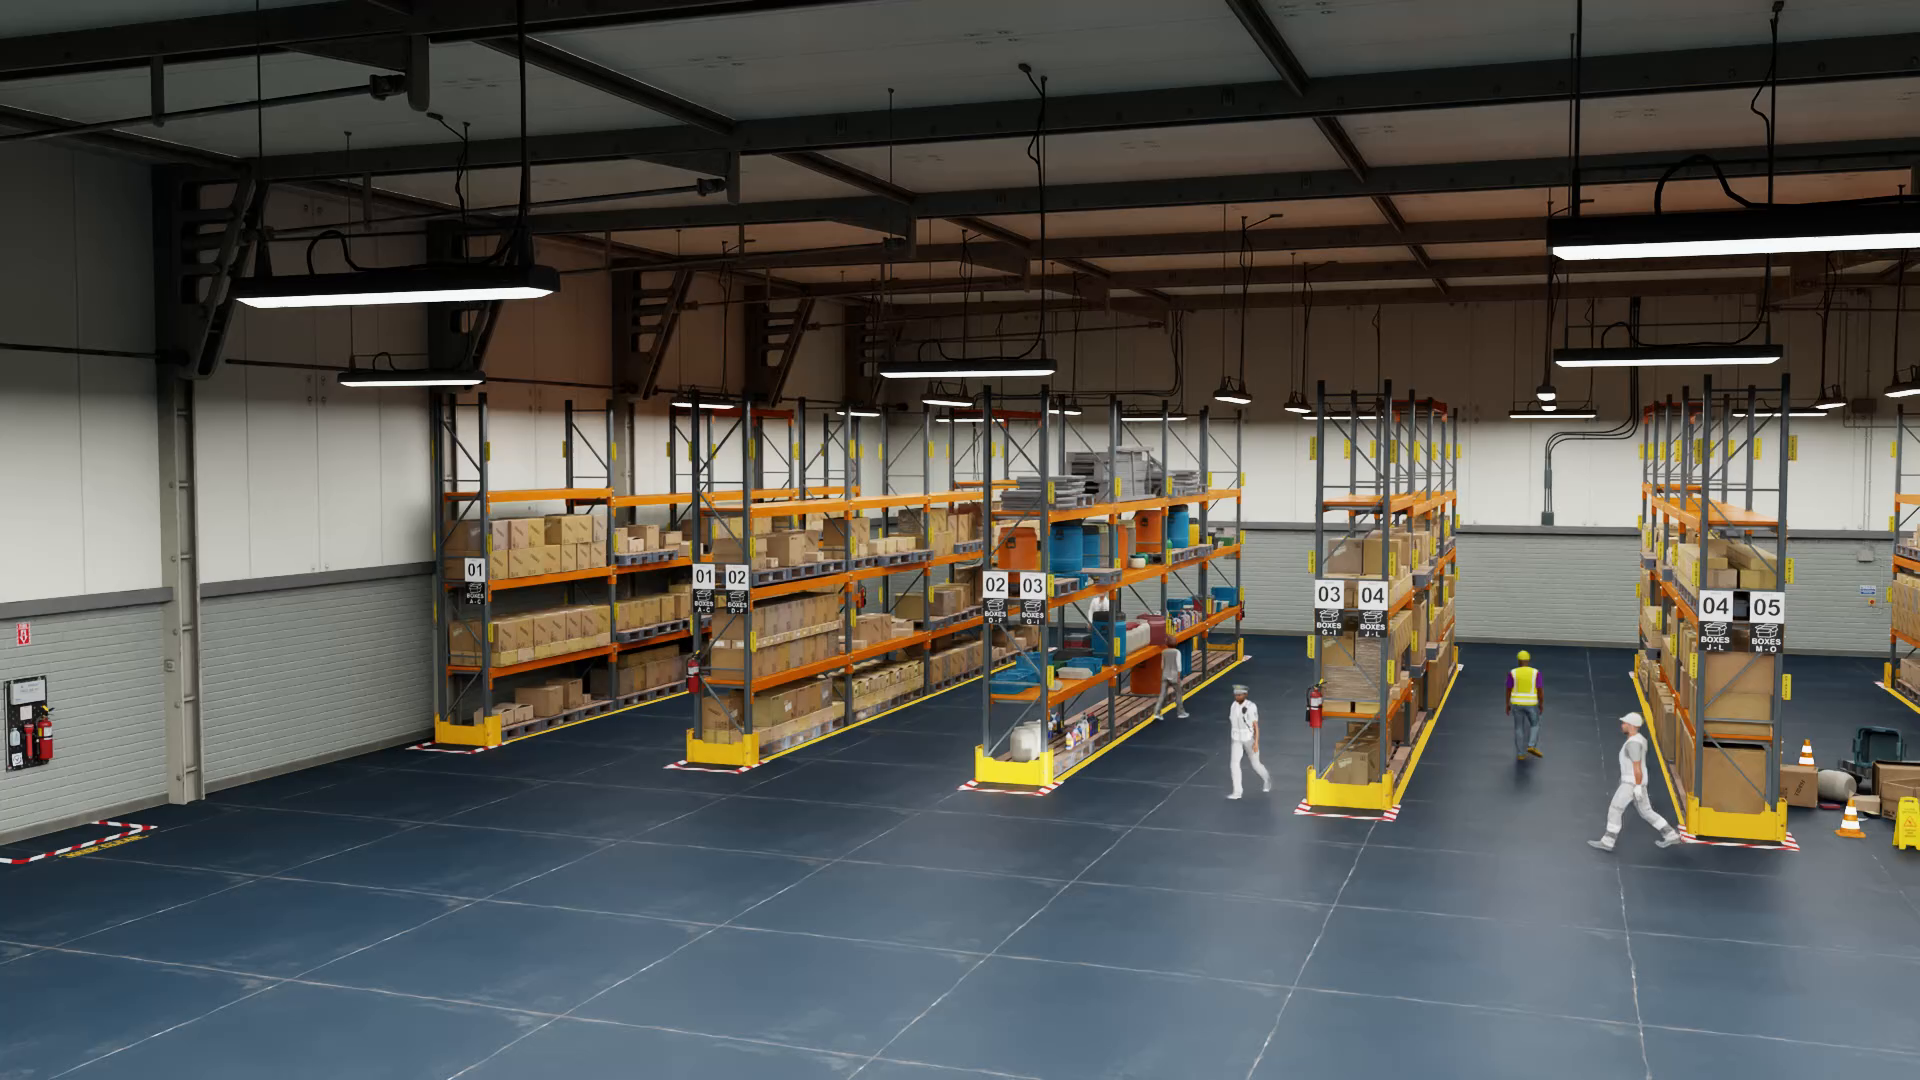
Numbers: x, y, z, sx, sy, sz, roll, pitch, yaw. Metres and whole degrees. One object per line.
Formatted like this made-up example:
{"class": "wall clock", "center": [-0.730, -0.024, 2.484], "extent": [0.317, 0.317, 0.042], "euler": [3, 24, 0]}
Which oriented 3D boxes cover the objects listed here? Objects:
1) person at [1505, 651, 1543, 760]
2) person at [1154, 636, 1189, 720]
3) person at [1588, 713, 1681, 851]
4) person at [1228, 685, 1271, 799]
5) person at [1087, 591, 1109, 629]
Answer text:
{"class": "person", "center": [9.176, 2.684, 27.033], "extent": [0.589, 1.765, 0.477], "euler": [1, 3, 25]}
{"class": "person", "center": [3.924, 2.560, 30.882], "extent": [0.430, 1.544, 0.944], "euler": [2, 4, 36]}
{"class": "person", "center": [8.406, 3.023, 20.703], "extent": [1.075, 1.748, 0.541], "euler": [1, 3, 24]}
{"class": "person", "center": [4.162, 2.896, 24.103], "extent": [0.482, 1.637, 0.918], "euler": [2, 4, 39]}
{"class": "person", "center": [3.337, 1.880, 39.193], "extent": [0.679, 1.544, 1.177], "euler": [1, 3, 17]}
